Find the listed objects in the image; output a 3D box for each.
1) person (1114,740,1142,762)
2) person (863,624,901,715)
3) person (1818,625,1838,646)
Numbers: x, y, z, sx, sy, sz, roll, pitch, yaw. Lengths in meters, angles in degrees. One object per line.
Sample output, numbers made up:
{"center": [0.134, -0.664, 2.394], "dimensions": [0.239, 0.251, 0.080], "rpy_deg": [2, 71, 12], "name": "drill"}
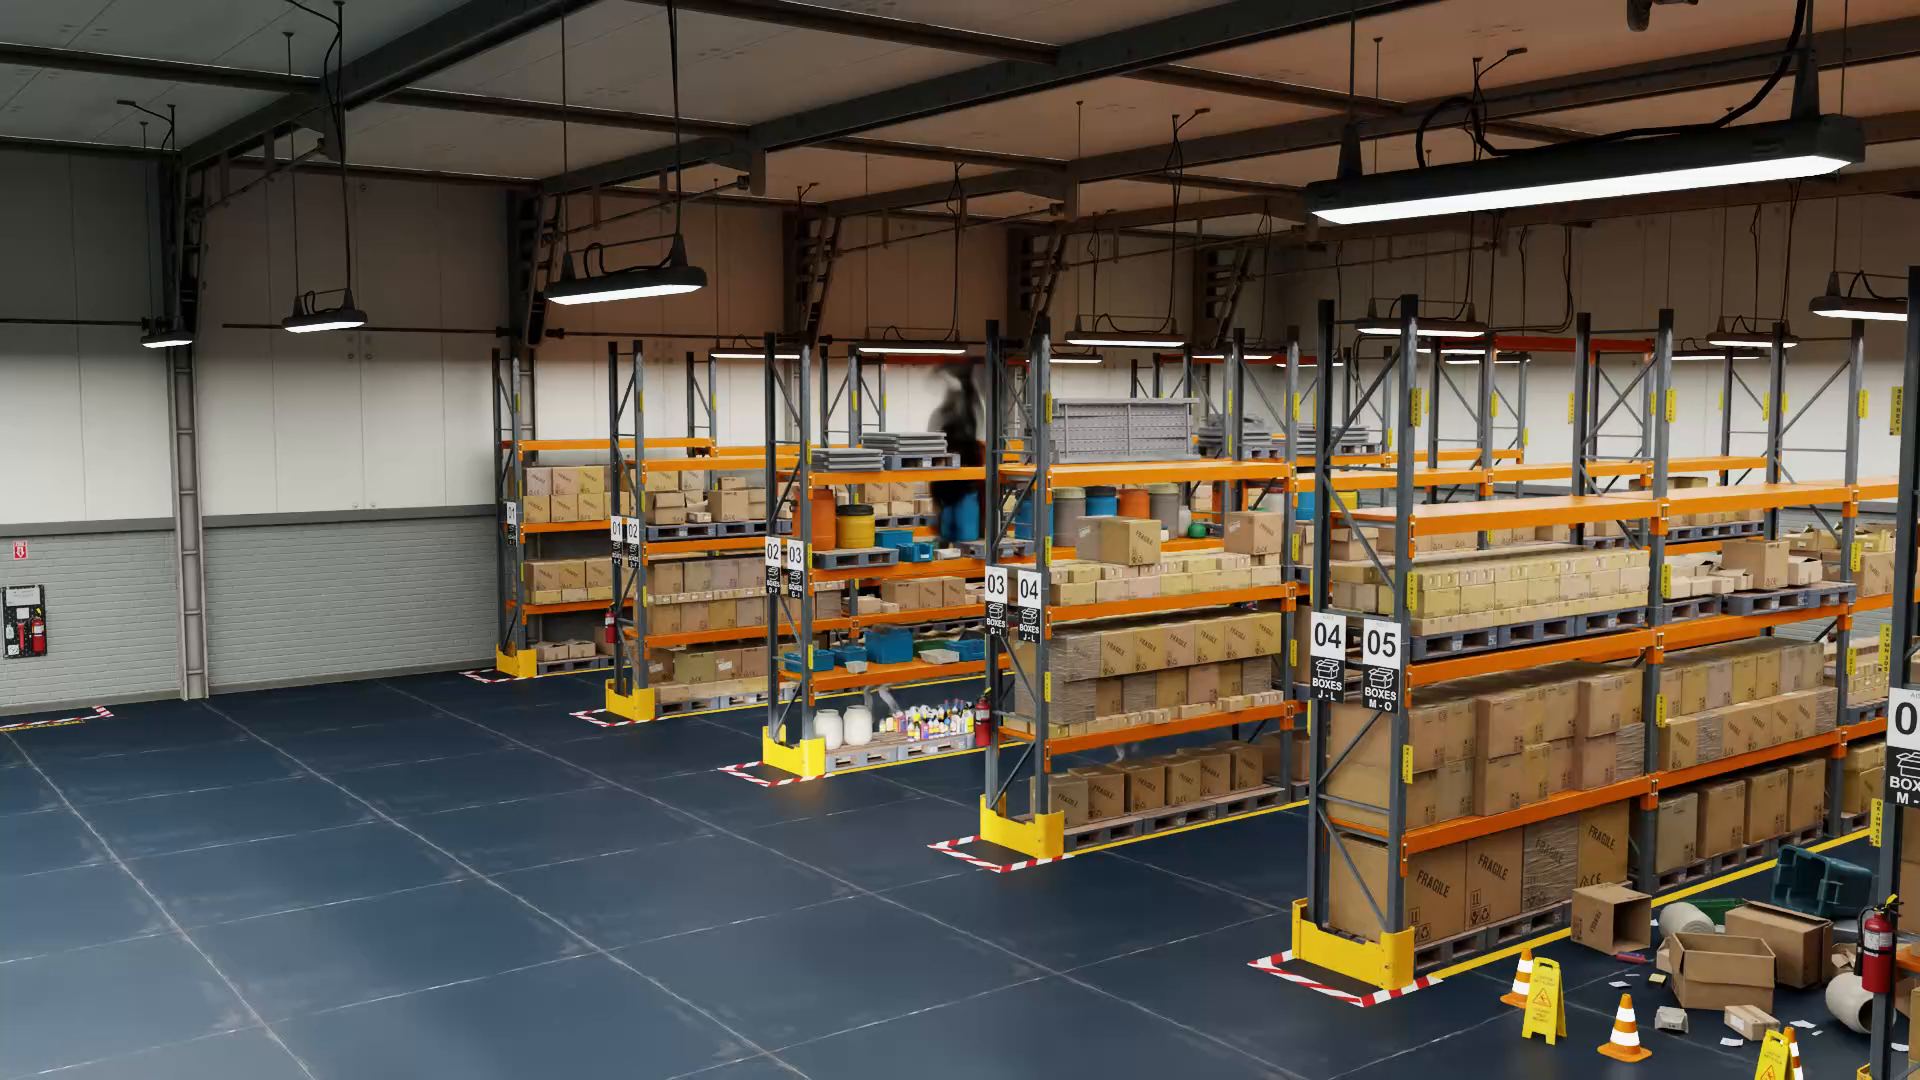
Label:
{"center": [2.267, 2.314, 23.209], "dimensions": [0.531, 1.660, 0.616], "rpy_deg": [-5, 7, -42], "name": "person"}
{"center": [-1.211, 2.102, 25.843], "dimensions": [0.717, 1.631, 0.542], "rpy_deg": [-3, 6, -32], "name": "person"}
{"center": [13.793, 2.080, 26.182], "dimensions": [0.558, 1.603, 0.926], "rpy_deg": [4, 6, 39], "name": "person"}
